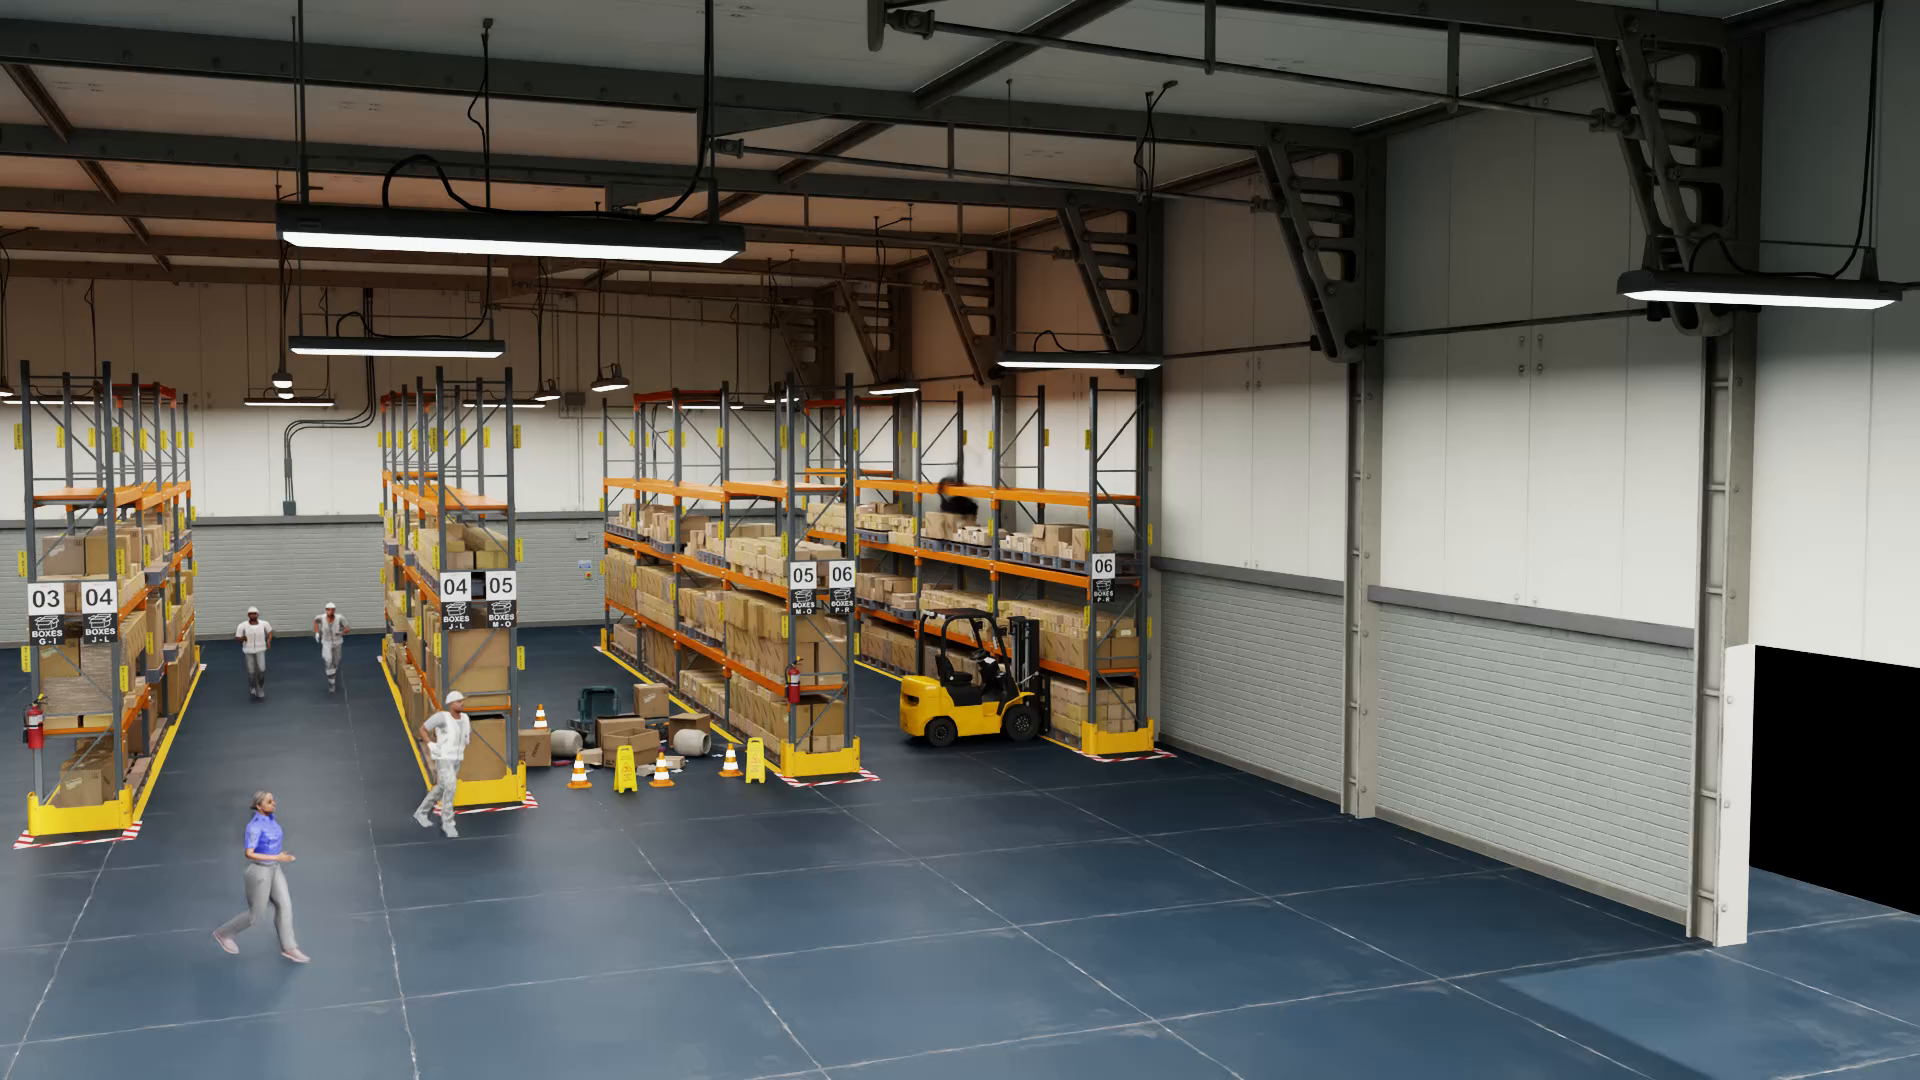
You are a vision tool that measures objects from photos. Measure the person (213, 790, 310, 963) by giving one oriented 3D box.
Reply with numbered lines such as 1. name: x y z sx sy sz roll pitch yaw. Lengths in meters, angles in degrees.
1. person: -6.687 3.222 15.905 0.903 1.680 0.595 0 3 3

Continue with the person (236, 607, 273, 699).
1. person: -13.656 2.191 32.207 0.677 1.795 0.683 -2 4 -24

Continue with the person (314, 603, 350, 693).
1. person: -12.593 2.124 33.341 0.657 1.788 1.073 -2 4 -25

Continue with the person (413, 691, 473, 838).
1. person: -6.590 2.847 21.356 0.813 1.825 0.706 1 4 23
